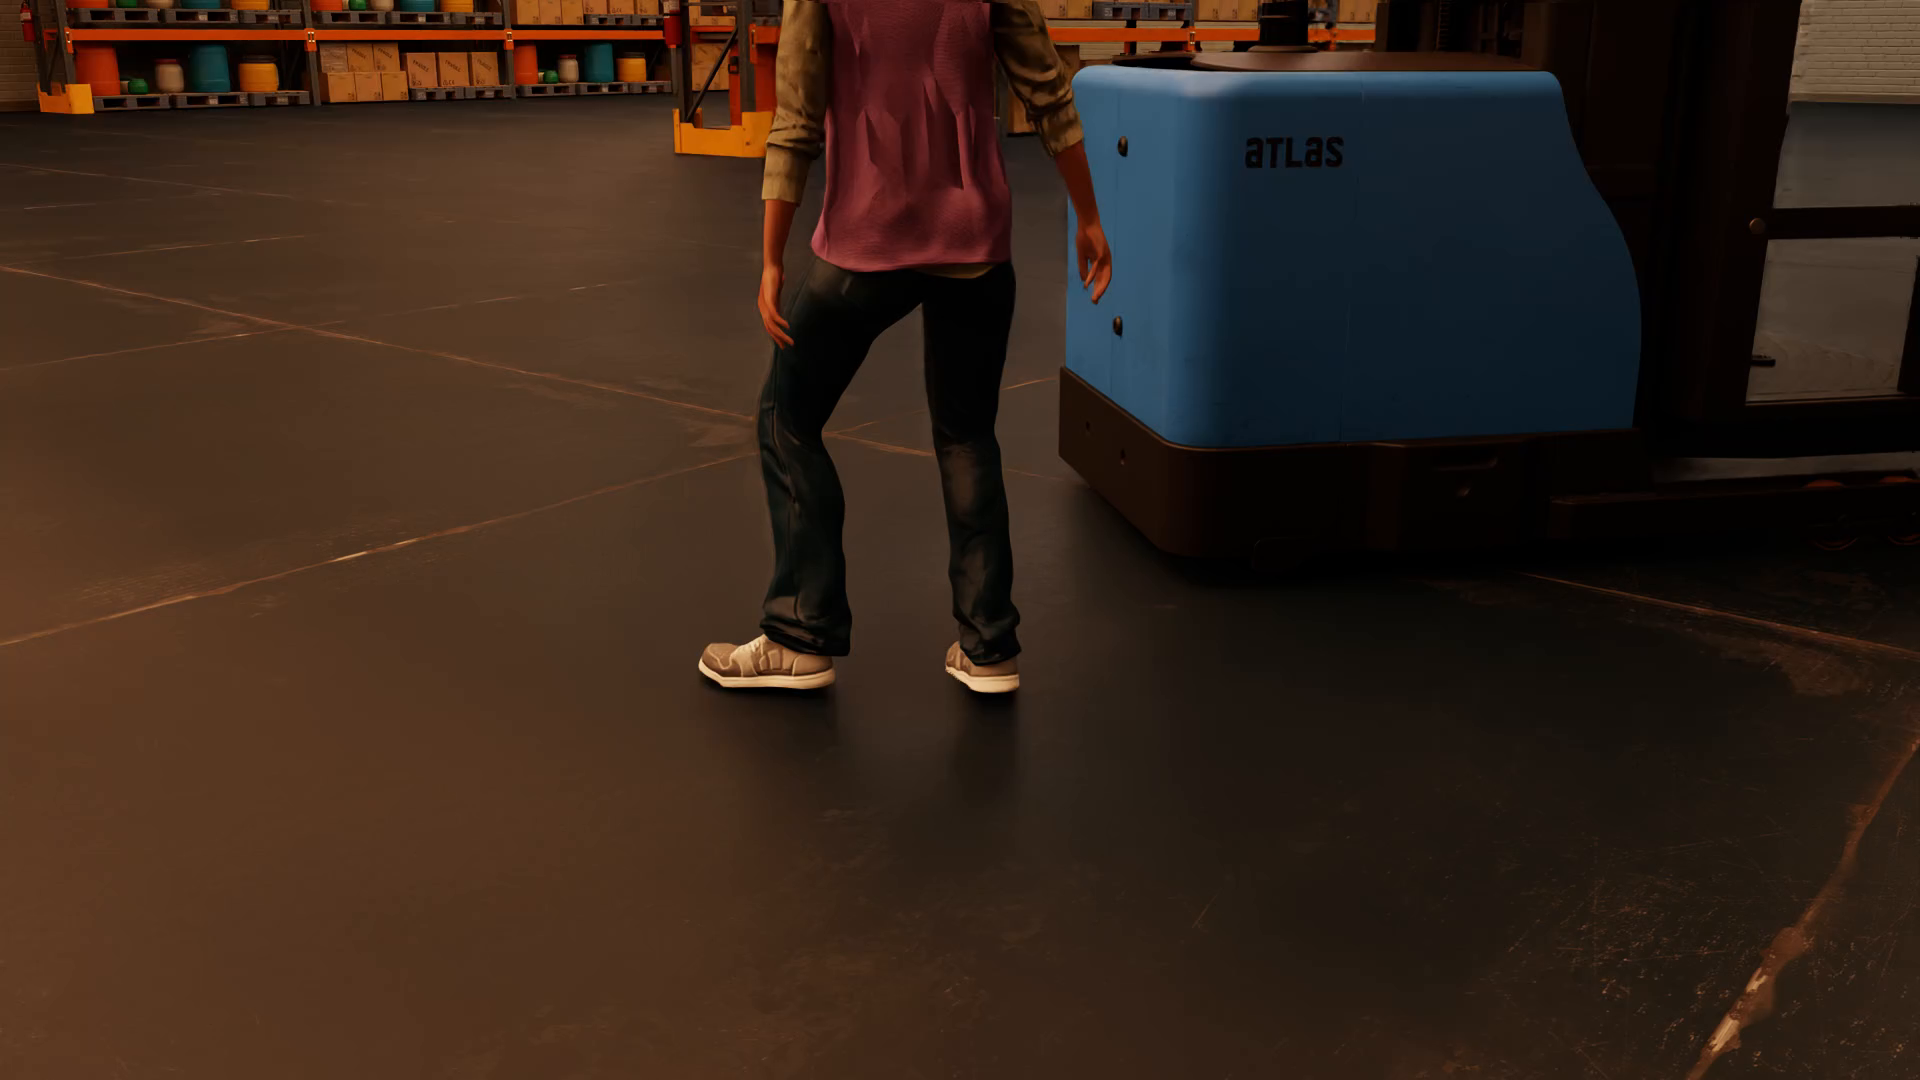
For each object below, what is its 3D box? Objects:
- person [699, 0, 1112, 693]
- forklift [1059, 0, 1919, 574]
[{"bbox_3d":[-0.102,-0.473,2.885,0.740,1.555,0.402,-5,18,-16],"label":"person"},{"bbox_3d":[1.833,-1.523,3.914,3.031,2.935,1.130,-3,17,-11],"label":"forklift"}]
